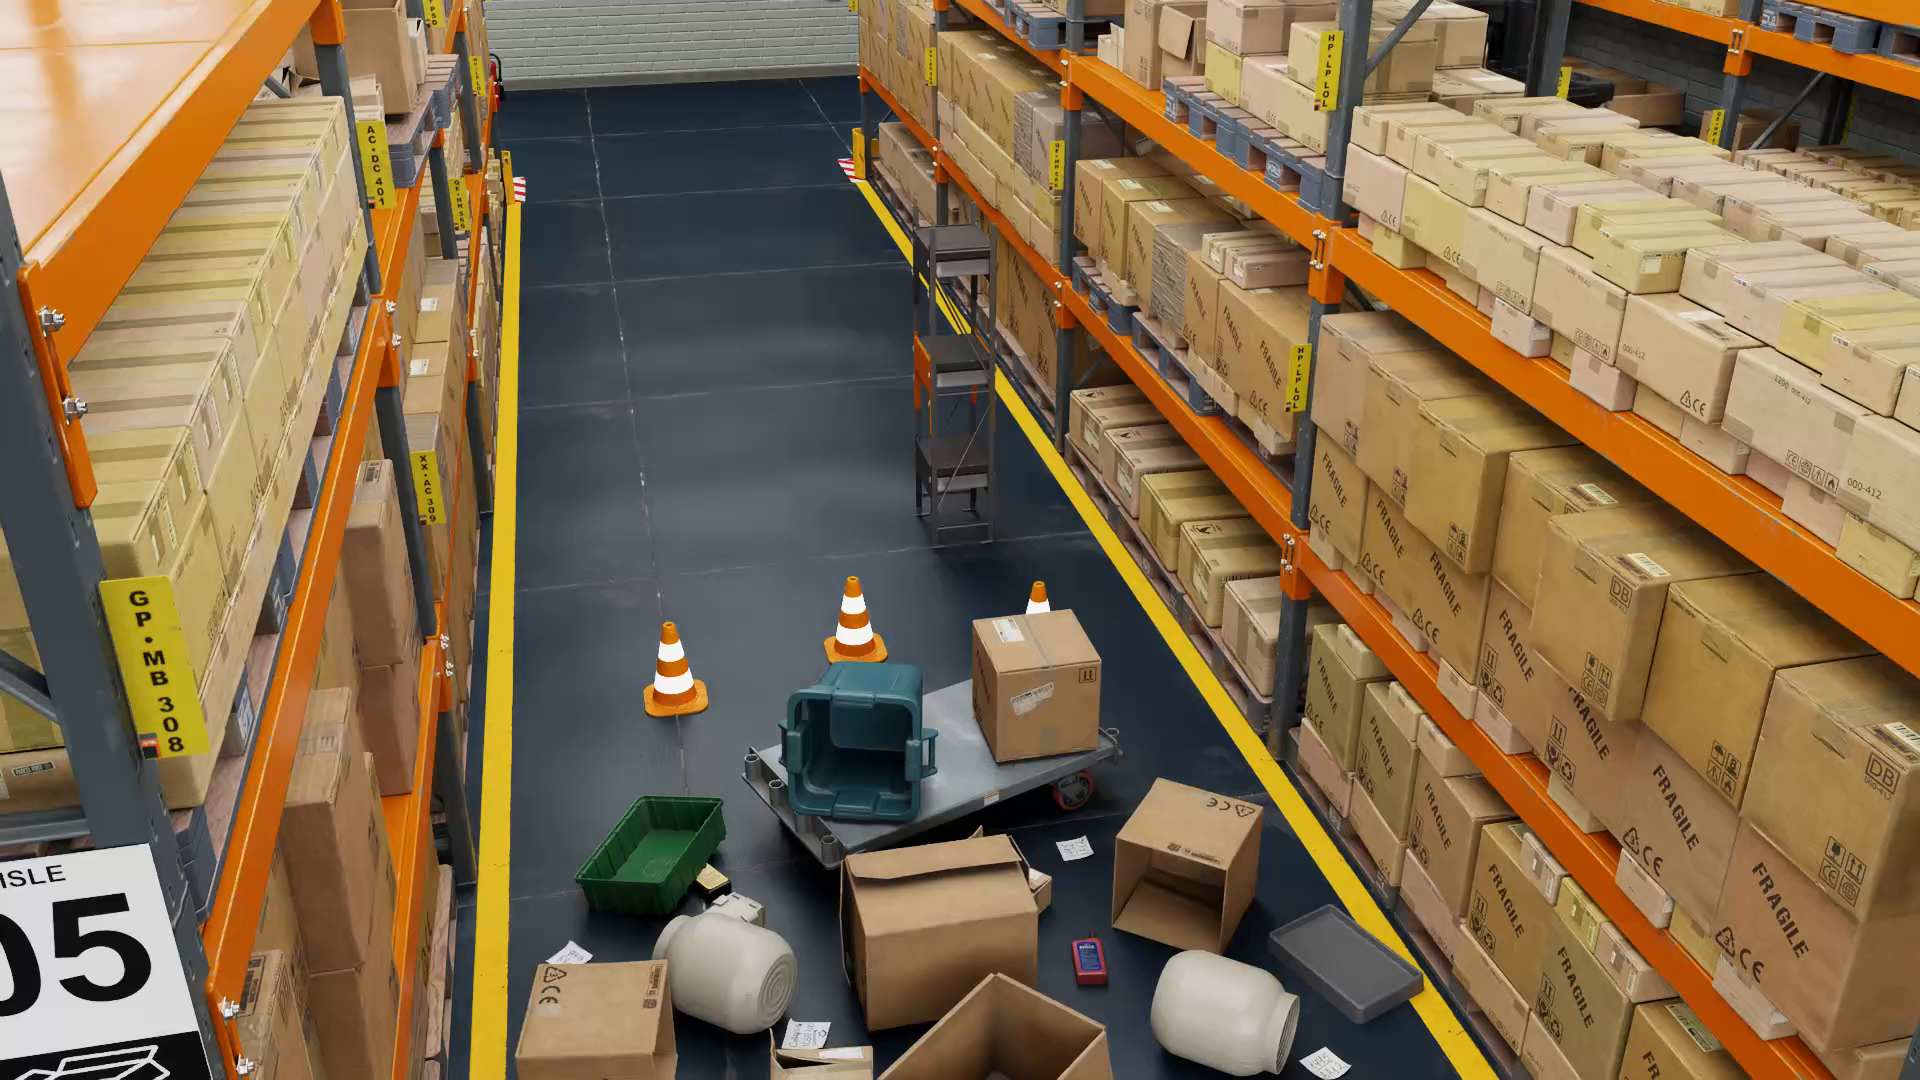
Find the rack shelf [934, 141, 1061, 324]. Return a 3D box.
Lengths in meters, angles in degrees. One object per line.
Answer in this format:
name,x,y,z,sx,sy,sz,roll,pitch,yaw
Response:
rack shelf,0.734,-2.593,13.356,1.077,0.370,4.000,-6,27,-12

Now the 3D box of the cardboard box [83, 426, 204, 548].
cardboard box,-1.633,-0.081,3.069,0.380,0.149,0.250,-6,27,-11

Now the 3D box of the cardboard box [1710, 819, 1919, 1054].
cardboard box,2.597,1.088,4.824,0.500,0.500,0.500,-6,27,-13

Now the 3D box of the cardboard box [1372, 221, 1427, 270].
cardboard box,1.920,-1.224,6.796,0.380,0.149,0.250,-6,27,-12

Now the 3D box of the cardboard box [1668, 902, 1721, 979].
cardboard box,2.493,1.231,5.261,0.380,0.149,0.250,-6,27,-12

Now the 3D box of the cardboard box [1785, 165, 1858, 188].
cardboard box,5.949,-2.479,11.501,0.380,0.149,0.250,-5,27,-10

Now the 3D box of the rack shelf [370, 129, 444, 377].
rack shelf,-3.164,-1.629,8.118,1.077,0.370,4.000,-6,27,-12

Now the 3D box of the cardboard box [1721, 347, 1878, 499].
cardboard box,2.511,-0.349,4.619,0.500,0.250,0.500,-6,27,-12

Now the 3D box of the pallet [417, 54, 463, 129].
pallet,-3.418,-2.466,9.188,1.213,0.211,1.003,-5,27,-9

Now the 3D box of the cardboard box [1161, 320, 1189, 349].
cardboard box,1.394,-1.235,9.681,0.380,0.149,0.250,-5,27,-10

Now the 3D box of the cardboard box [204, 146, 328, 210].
cardboard box,-2.152,-1.089,5.066,0.380,0.149,0.250,-5,27,-11

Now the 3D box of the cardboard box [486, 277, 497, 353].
cardboard box,-3.989,-1.792,13.279,0.500,0.500,0.500,-7,28,-13

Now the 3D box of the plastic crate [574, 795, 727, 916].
plastic crate,-1.398,1.440,7.625,0.450,0.188,0.662,-2,25,20

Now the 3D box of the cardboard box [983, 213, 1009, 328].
cardboard box,0.712,-2.371,14.011,0.875,0.875,0.875,-5,27,-10

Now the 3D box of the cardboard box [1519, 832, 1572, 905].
cardboard box,2.294,1.186,6.105,0.380,0.149,0.250,-5,27,-9

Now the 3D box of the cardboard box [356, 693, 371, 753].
cardboard box,-2.466,0.849,5.573,0.875,0.550,0.550,-6,27,-12

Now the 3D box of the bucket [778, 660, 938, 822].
bucket,-0.437,0.875,7.633,0.726,0.611,0.620,3,17,6

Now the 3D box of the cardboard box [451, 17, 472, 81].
cardboard box,-4.381,-4.092,13.977,0.500,0.500,0.500,-5,27,-10

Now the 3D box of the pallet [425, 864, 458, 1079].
pallet,-2.618,1.854,6.843,1.003,0.211,1.213,-6,27,-12

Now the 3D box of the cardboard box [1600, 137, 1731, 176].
cardboard box,2.662,-1.416,6.291,0.380,0.149,0.250,-5,27,-10

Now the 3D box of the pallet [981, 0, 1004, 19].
pallet,0.733,-4.059,12.343,1.003,0.211,1.213,-5,27,-9

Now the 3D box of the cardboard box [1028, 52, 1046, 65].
cardboard box,0.848,-3.661,13.455,0.500,0.500,0.500,-5,27,-10

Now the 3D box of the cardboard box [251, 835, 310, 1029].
cardboard box,-2.072,1.075,3.926,0.875,0.550,0.550,-6,27,-12

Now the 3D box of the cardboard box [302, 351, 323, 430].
cardboard box,-1.975,-0.395,4.576,0.380,0.149,0.250,-6,27,-12

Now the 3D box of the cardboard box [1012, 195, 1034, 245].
cardboard box,0.687,-2.387,12.317,0.500,0.250,0.500,-5,27,-11

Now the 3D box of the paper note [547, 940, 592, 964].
paper note,-1.680,1.795,7.158,0.142,0.020,0.147,19,32,32

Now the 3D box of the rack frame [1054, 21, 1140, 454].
rack frame,1.185,-2.036,11.455,1.000,3.000,0.127,-6,27,-12

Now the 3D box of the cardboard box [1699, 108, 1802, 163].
cardboard box,6.056,-3.016,12.819,0.500,0.500,0.500,-5,27,-9

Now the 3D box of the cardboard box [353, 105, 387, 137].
cardboard box,-2.776,-1.834,7.427,0.380,0.149,0.250,-6,27,-12

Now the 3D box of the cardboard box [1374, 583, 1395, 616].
cardboard box,2.042,0.222,7.260,0.380,0.149,0.250,-6,27,-12

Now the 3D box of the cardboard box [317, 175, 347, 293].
cardboard box,-2.239,-0.958,5.249,0.500,0.250,0.500,-6,27,-12

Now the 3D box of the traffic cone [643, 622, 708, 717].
traffic cone,-1.545,0.657,8.934,0.336,0.463,0.334,-6,27,-12

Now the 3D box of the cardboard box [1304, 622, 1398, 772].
cardboard box,1.956,0.712,7.764,0.500,0.500,0.500,-5,27,-9

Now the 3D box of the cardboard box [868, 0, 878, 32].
cardboard box,-0.664,-5.573,17.242,0.500,0.500,0.500,-7,28,-13

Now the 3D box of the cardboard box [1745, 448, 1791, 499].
cardboard box,2.528,-0.223,4.813,0.380,0.149,0.250,-6,27,-11

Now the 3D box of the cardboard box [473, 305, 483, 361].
cardboard box,-3.649,-1.445,11.760,0.500,0.250,0.500,-6,27,-12

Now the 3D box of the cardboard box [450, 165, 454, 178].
cardboard box,-3.885,-2.613,12.081,0.380,0.149,0.250,-5,27,-10

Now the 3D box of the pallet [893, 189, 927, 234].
pallet,-0.090,-3.426,17.303,1.003,0.211,1.213,-6,27,-12

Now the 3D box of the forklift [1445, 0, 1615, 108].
forklift,3.854,-2.320,12.094,1.130,2.935,3.031,-10,28,-19

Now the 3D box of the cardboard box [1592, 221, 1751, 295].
cardboard box,2.246,-0.895,5.260,0.380,0.149,0.250,-5,27,-10

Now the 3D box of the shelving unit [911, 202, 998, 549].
shelving unit,-0.037,-1.010,10.421,0.431,2.100,0.503,-6,27,-12

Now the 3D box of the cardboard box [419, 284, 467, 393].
cardboard box,-3.141,-1.144,9.577,0.500,0.500,0.500,-6,27,-12

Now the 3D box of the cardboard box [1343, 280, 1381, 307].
cardboard box,2.147,-1.100,8.693,0.500,0.500,0.500,-6,27,-11

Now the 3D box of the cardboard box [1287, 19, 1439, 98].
cardboard box,1.832,-2.204,7.605,0.500,0.250,0.500,-5,27,-10

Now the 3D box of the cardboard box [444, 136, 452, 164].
cardboard box,-3.943,-2.857,12.234,0.380,0.149,0.250,-7,28,-14

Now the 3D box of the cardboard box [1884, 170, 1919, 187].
cardboard box,6.581,-2.430,11.404,0.380,0.149,0.250,-6,28,-13

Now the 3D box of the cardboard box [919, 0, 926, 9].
cardboard box,-0.171,-5.022,15.430,0.380,0.149,0.250,-6,27,-12

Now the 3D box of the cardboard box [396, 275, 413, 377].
cardboard box,-3.175,-1.111,8.401,0.700,0.500,0.500,-6,27,-12

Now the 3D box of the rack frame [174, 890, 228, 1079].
rack frame,-1.812,2.023,3.413,1.000,3.000,0.127,-6,27,-12

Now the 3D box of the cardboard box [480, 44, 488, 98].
cardboard box,-4.729,-4.339,15.577,0.500,0.500,0.500,-5,27,-9

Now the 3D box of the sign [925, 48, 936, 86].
sign,-0.257,-4.157,14.608,0.100,0.325,0.005,-6,27,-12

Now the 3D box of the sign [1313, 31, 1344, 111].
sign,1.546,-1.968,6.980,0.100,0.325,0.005,-6,27,-12

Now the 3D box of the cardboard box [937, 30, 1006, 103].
cardboard box,0.102,-4.061,14.246,0.500,0.500,0.500,-6,27,-11

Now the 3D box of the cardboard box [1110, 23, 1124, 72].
cardboard box,1.148,-3.047,10.279,0.396,0.266,0.258,-6,27,-12

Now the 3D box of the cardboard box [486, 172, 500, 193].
cardboard box,-4.758,-3.525,16.443,0.380,0.149,0.250,-5,27,-10

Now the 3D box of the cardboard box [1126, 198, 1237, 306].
cardboard box,1.311,-1.719,9.920,0.500,0.500,0.500,-5,27,-11
